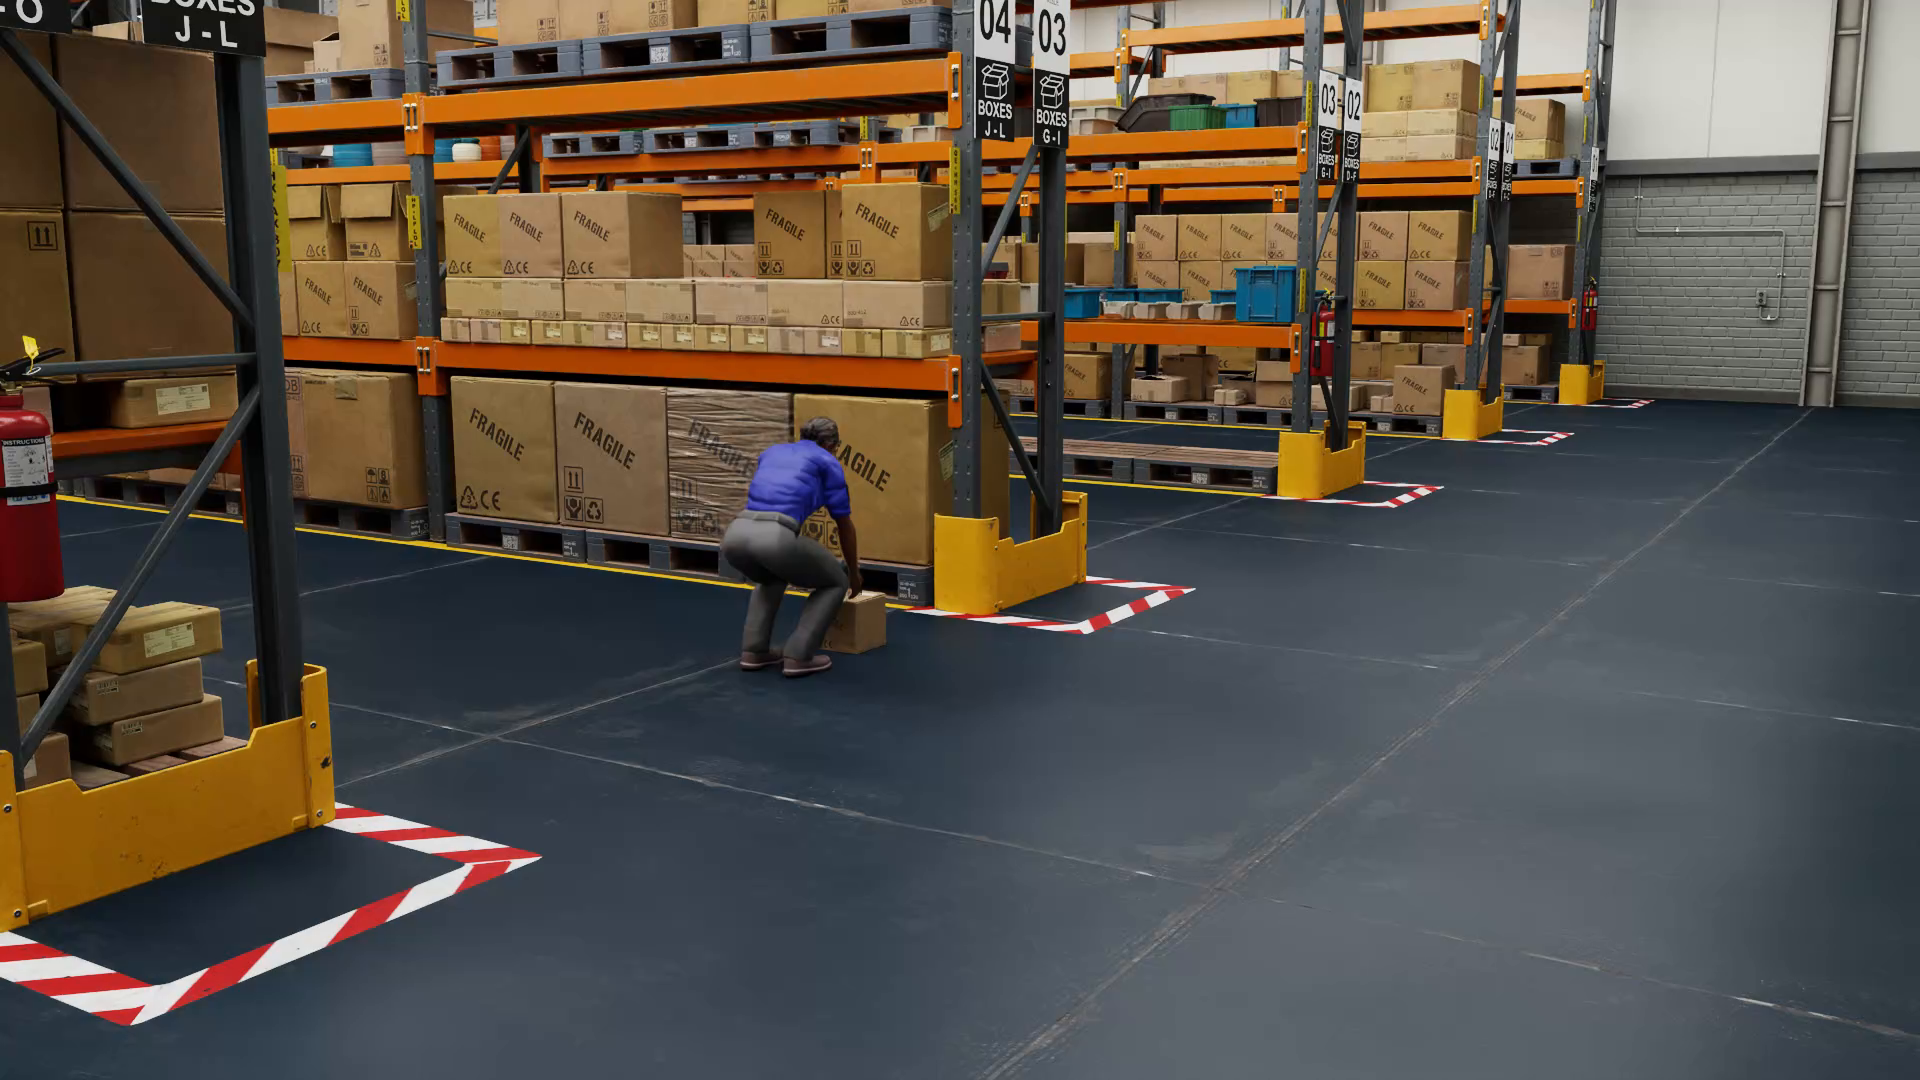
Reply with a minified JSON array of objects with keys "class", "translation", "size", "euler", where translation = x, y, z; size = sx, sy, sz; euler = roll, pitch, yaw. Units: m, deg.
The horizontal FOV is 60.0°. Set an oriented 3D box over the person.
[{"class":"person","translation":[-0.767,0.021,7.460],"size":[0.498,1.106,0.749],"euler":[6,11,31]}]
